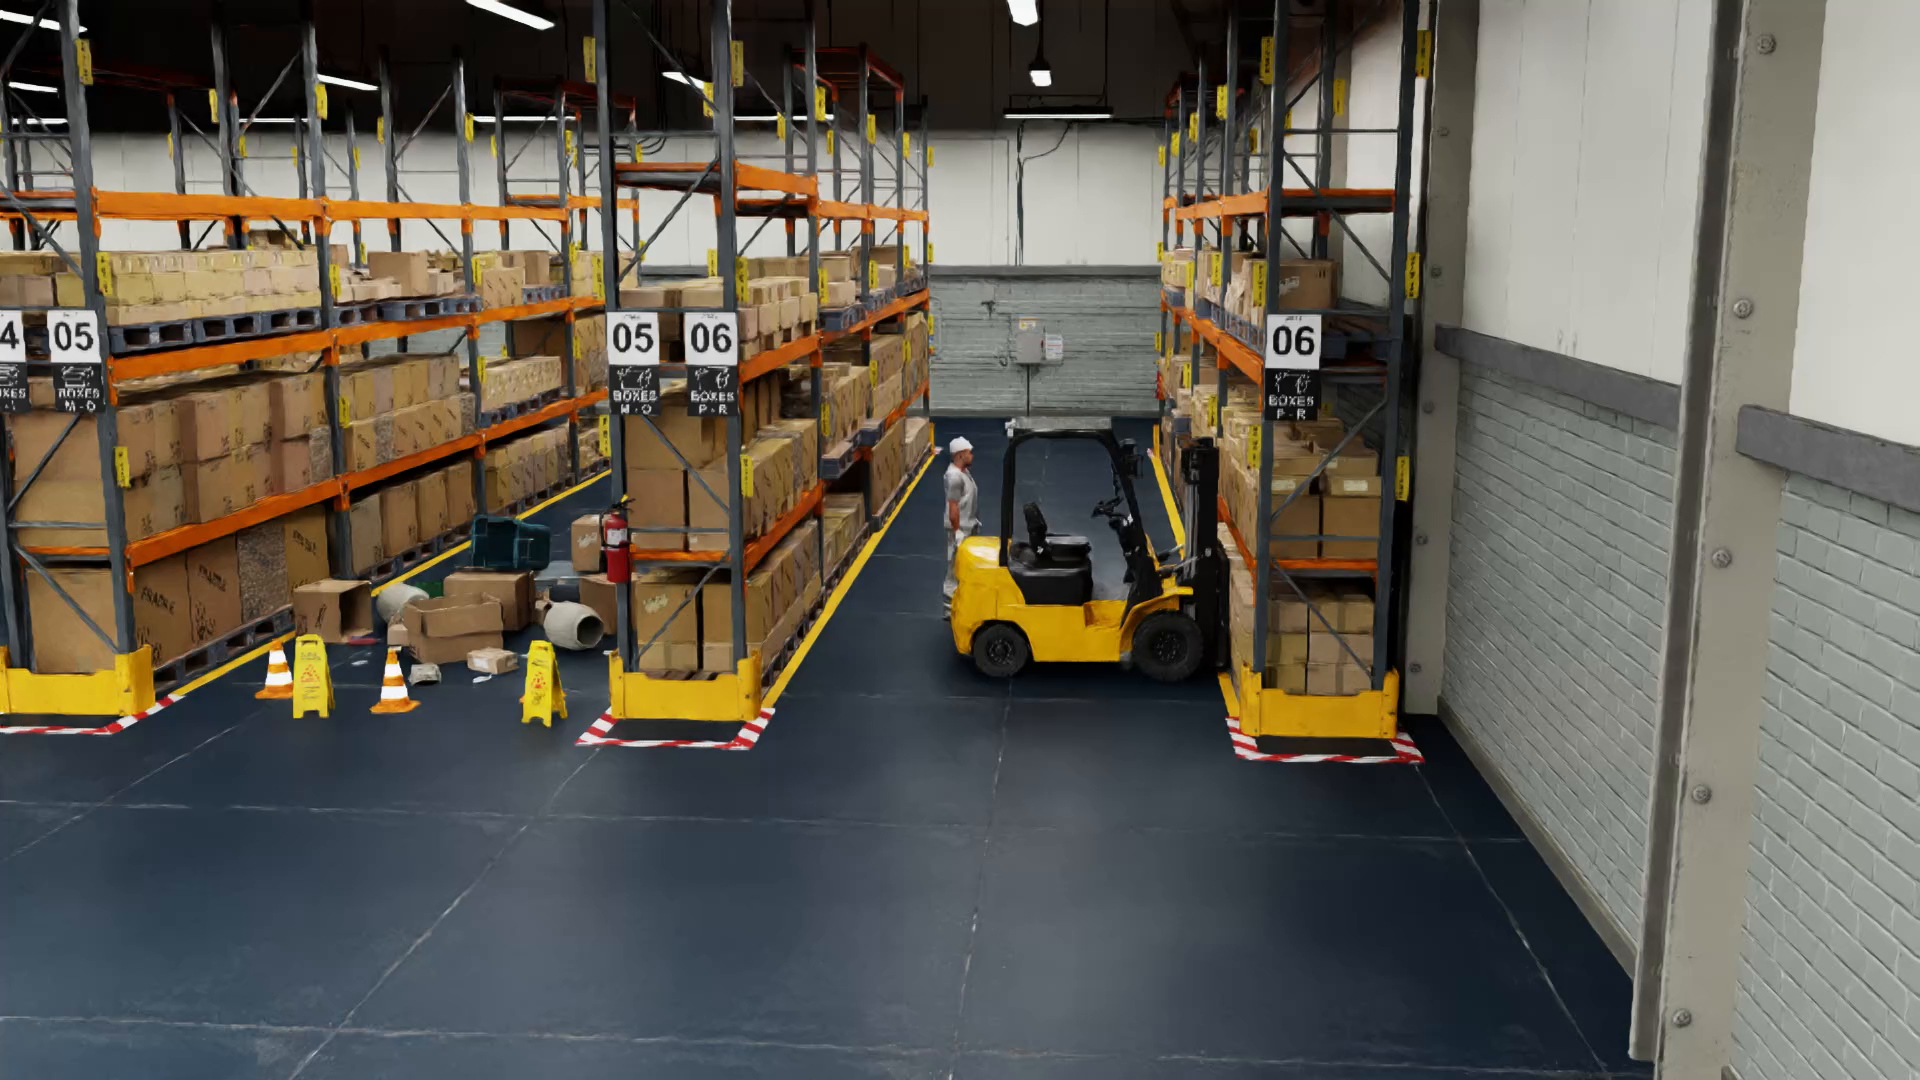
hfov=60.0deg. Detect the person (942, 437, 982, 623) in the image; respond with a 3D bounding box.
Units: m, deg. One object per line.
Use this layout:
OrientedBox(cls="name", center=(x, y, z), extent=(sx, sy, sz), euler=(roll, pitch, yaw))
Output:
OrientedBox(cls="person", center=(0.042, -0.118, 16.300), extent=(0.396, 1.798, 0.662), euler=(2, 11, 12))
